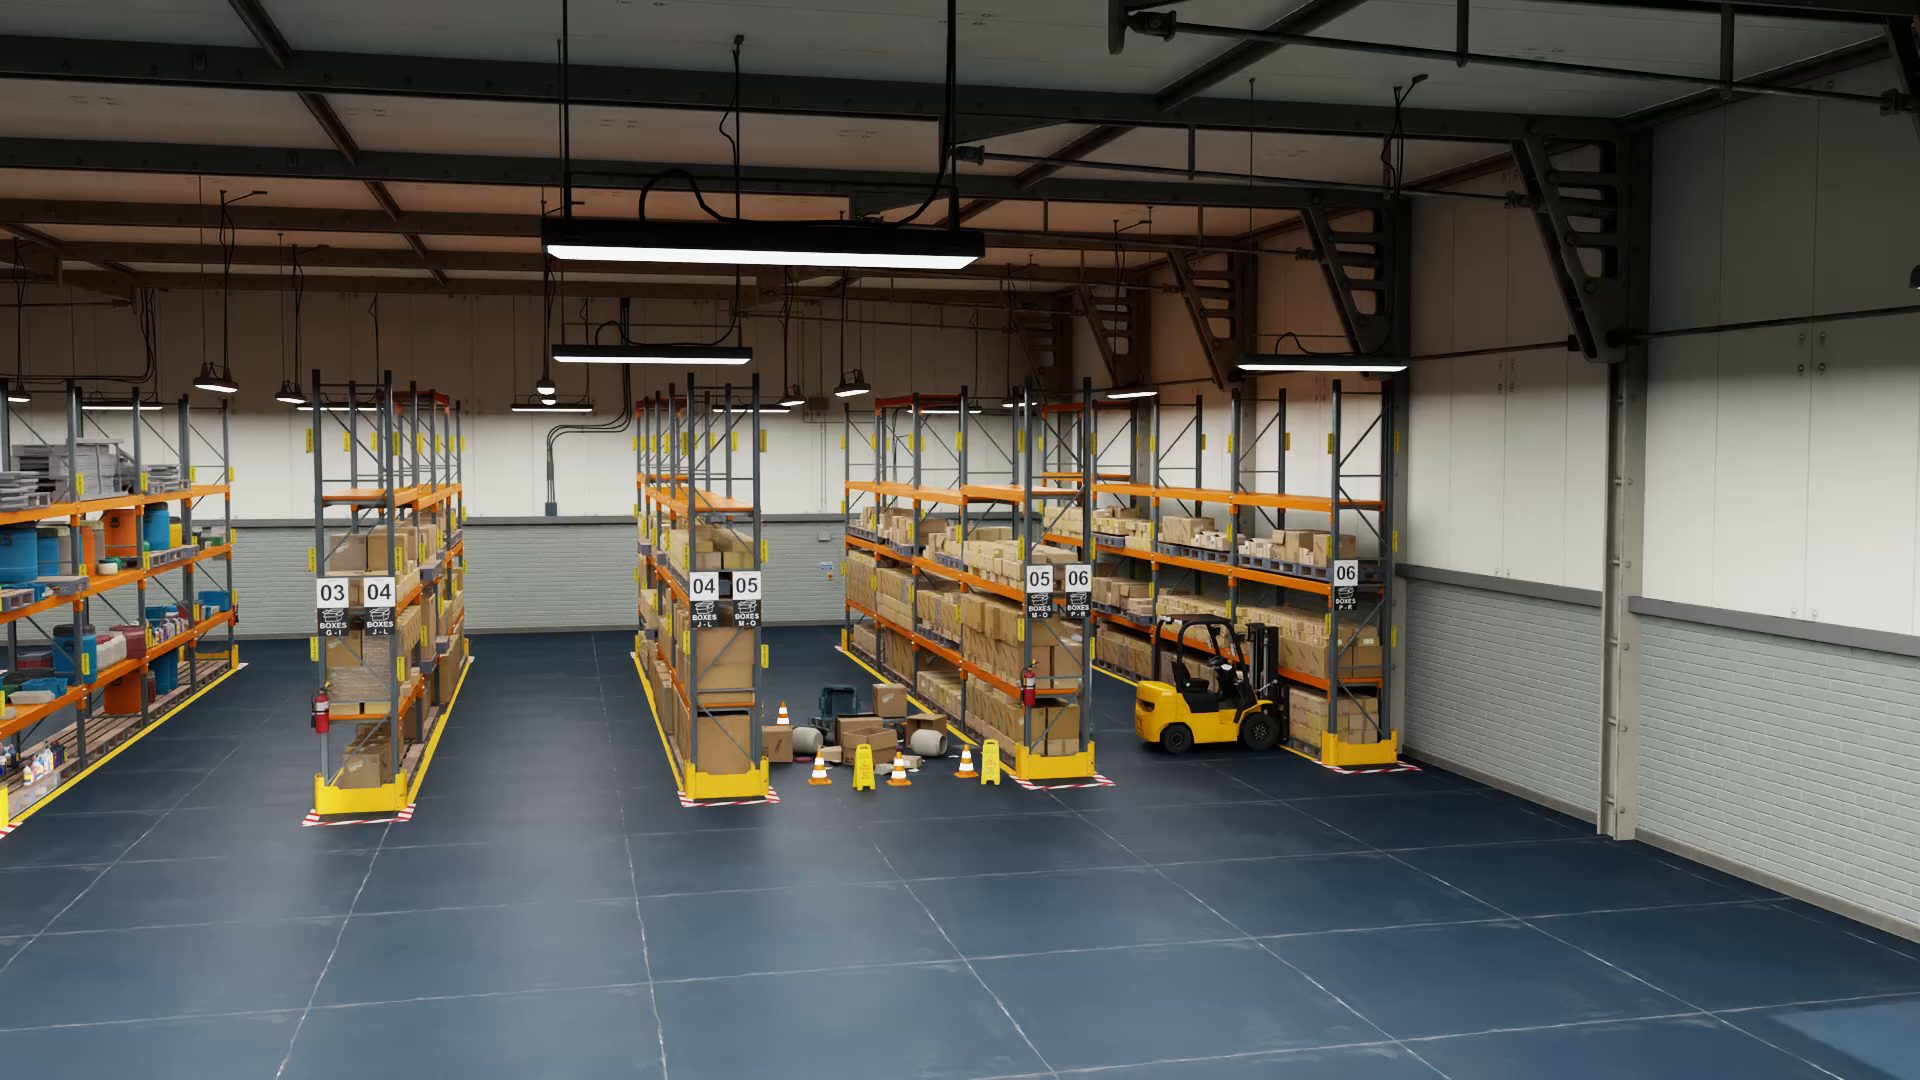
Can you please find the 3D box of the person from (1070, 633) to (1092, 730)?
[{"bbox_3d":[2.044,2.477,29.035,0.519,1.685,0.448,0,3,-4],"label":"person"}]
